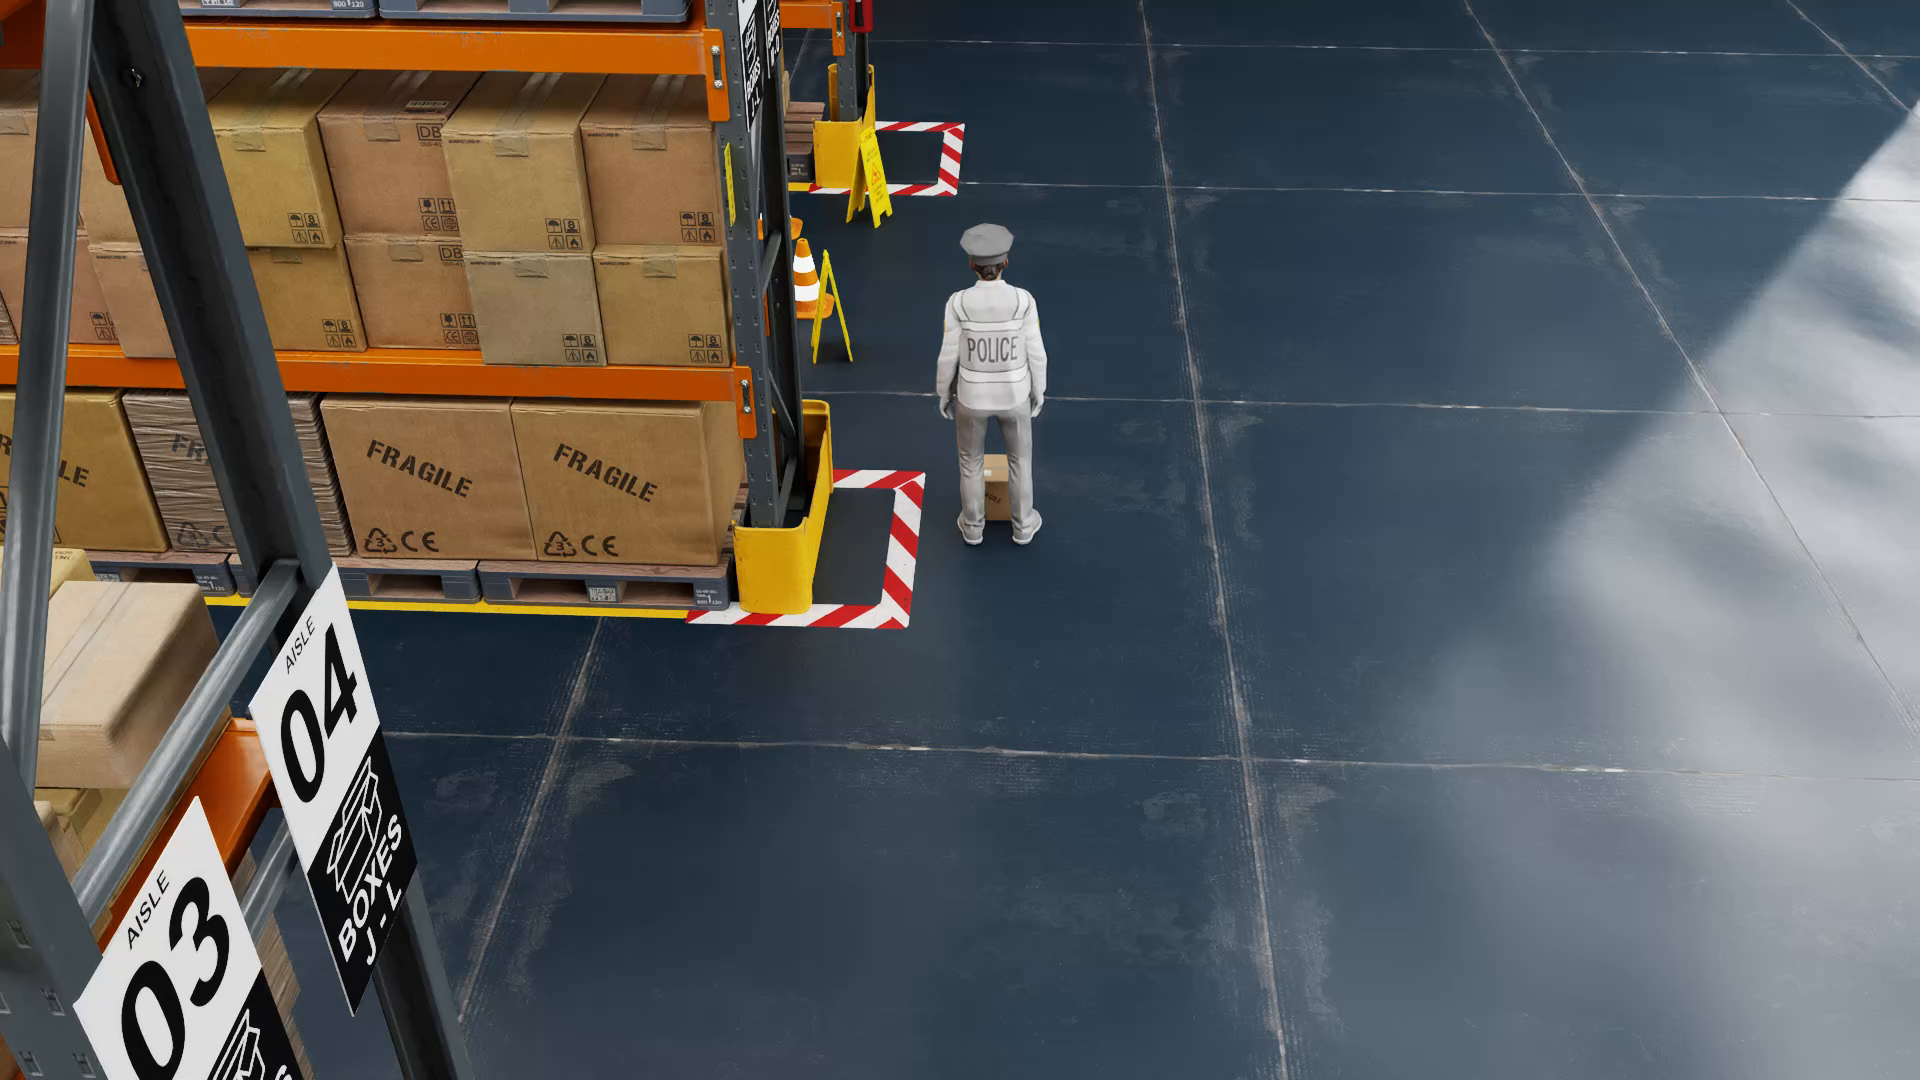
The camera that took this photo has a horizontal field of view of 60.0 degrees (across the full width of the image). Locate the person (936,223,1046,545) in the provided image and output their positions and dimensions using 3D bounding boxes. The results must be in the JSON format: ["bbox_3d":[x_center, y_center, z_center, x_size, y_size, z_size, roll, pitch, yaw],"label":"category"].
[{"bbox_3d":[0.155,-0.704,8.086,0.540,1.661,0.374,-1,36,-1],"label":"person"}]
